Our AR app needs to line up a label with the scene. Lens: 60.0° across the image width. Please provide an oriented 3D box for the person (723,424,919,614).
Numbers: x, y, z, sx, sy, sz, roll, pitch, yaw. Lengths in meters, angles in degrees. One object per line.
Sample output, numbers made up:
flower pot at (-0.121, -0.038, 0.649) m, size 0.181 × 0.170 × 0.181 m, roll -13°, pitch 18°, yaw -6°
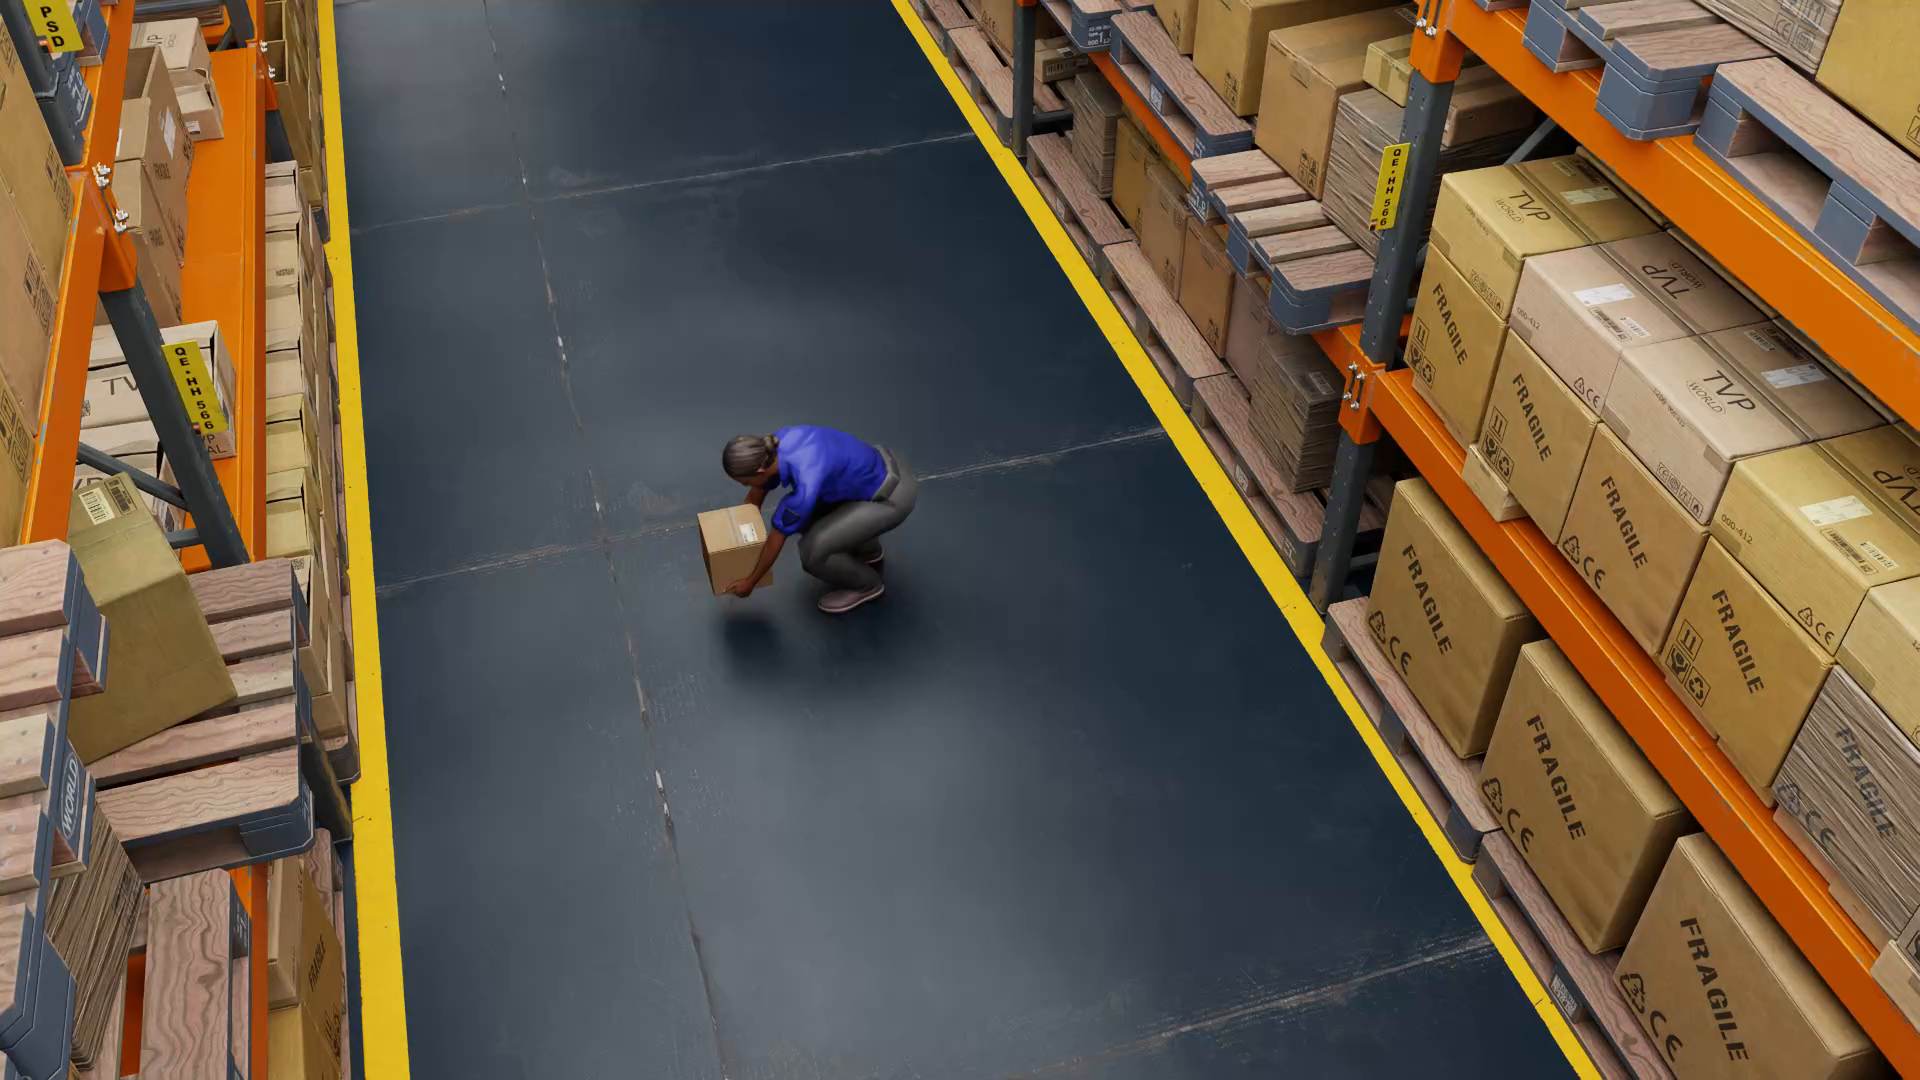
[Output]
person at (-0.597, -0.126, 6.847) m, size 0.868 × 0.934 × 0.452 m, roll -13°, pitch 44°, yaw -14°
